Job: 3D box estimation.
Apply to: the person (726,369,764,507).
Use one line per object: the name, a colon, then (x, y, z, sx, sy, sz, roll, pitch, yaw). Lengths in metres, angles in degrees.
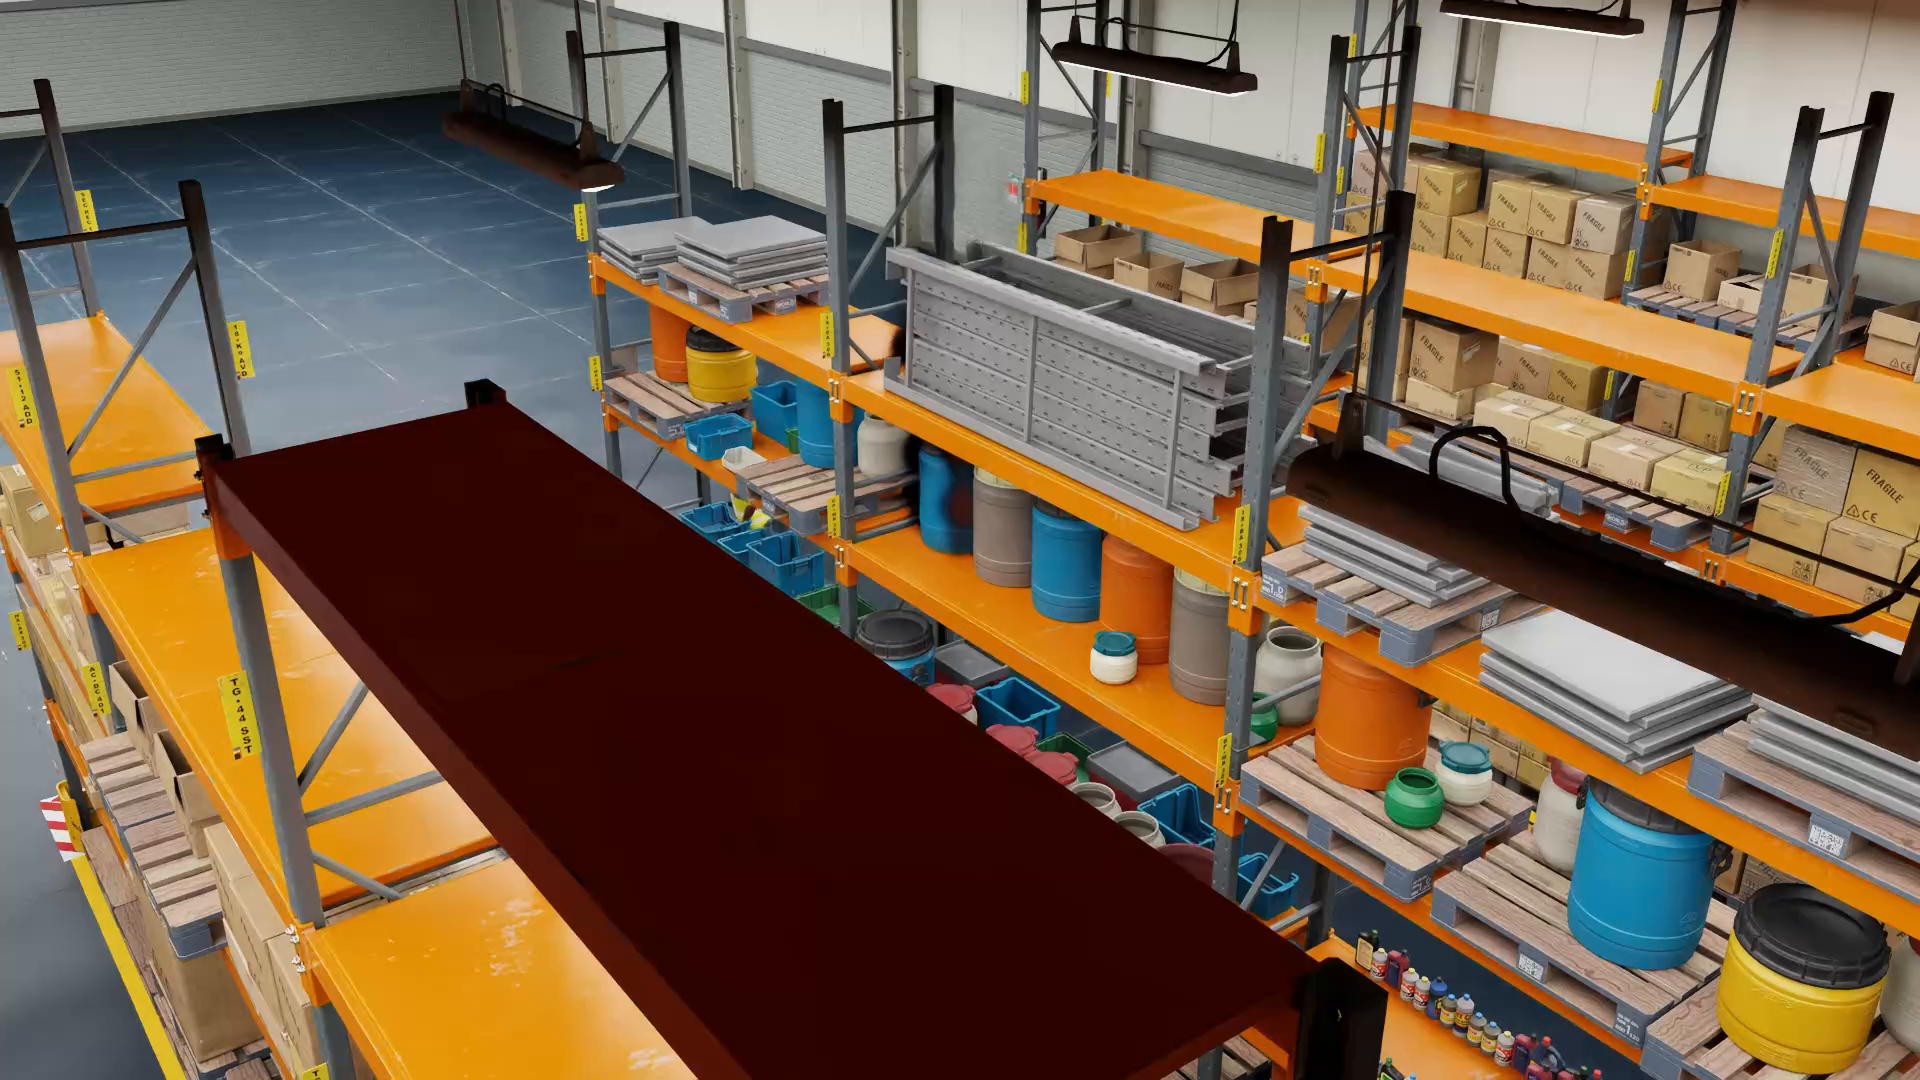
person: (-2.377, -1.188, 19.500, 0.892, 1.749, 0.641, -4, 25, -8)

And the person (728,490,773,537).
person: (-2.138, -0.160, 17.230, 0.792, 1.825, 0.738, 12, 27, 24)

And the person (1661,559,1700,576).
person: (6.620, 0.709, 15.456, 0.585, 1.751, 0.764, -19, 31, -35)
